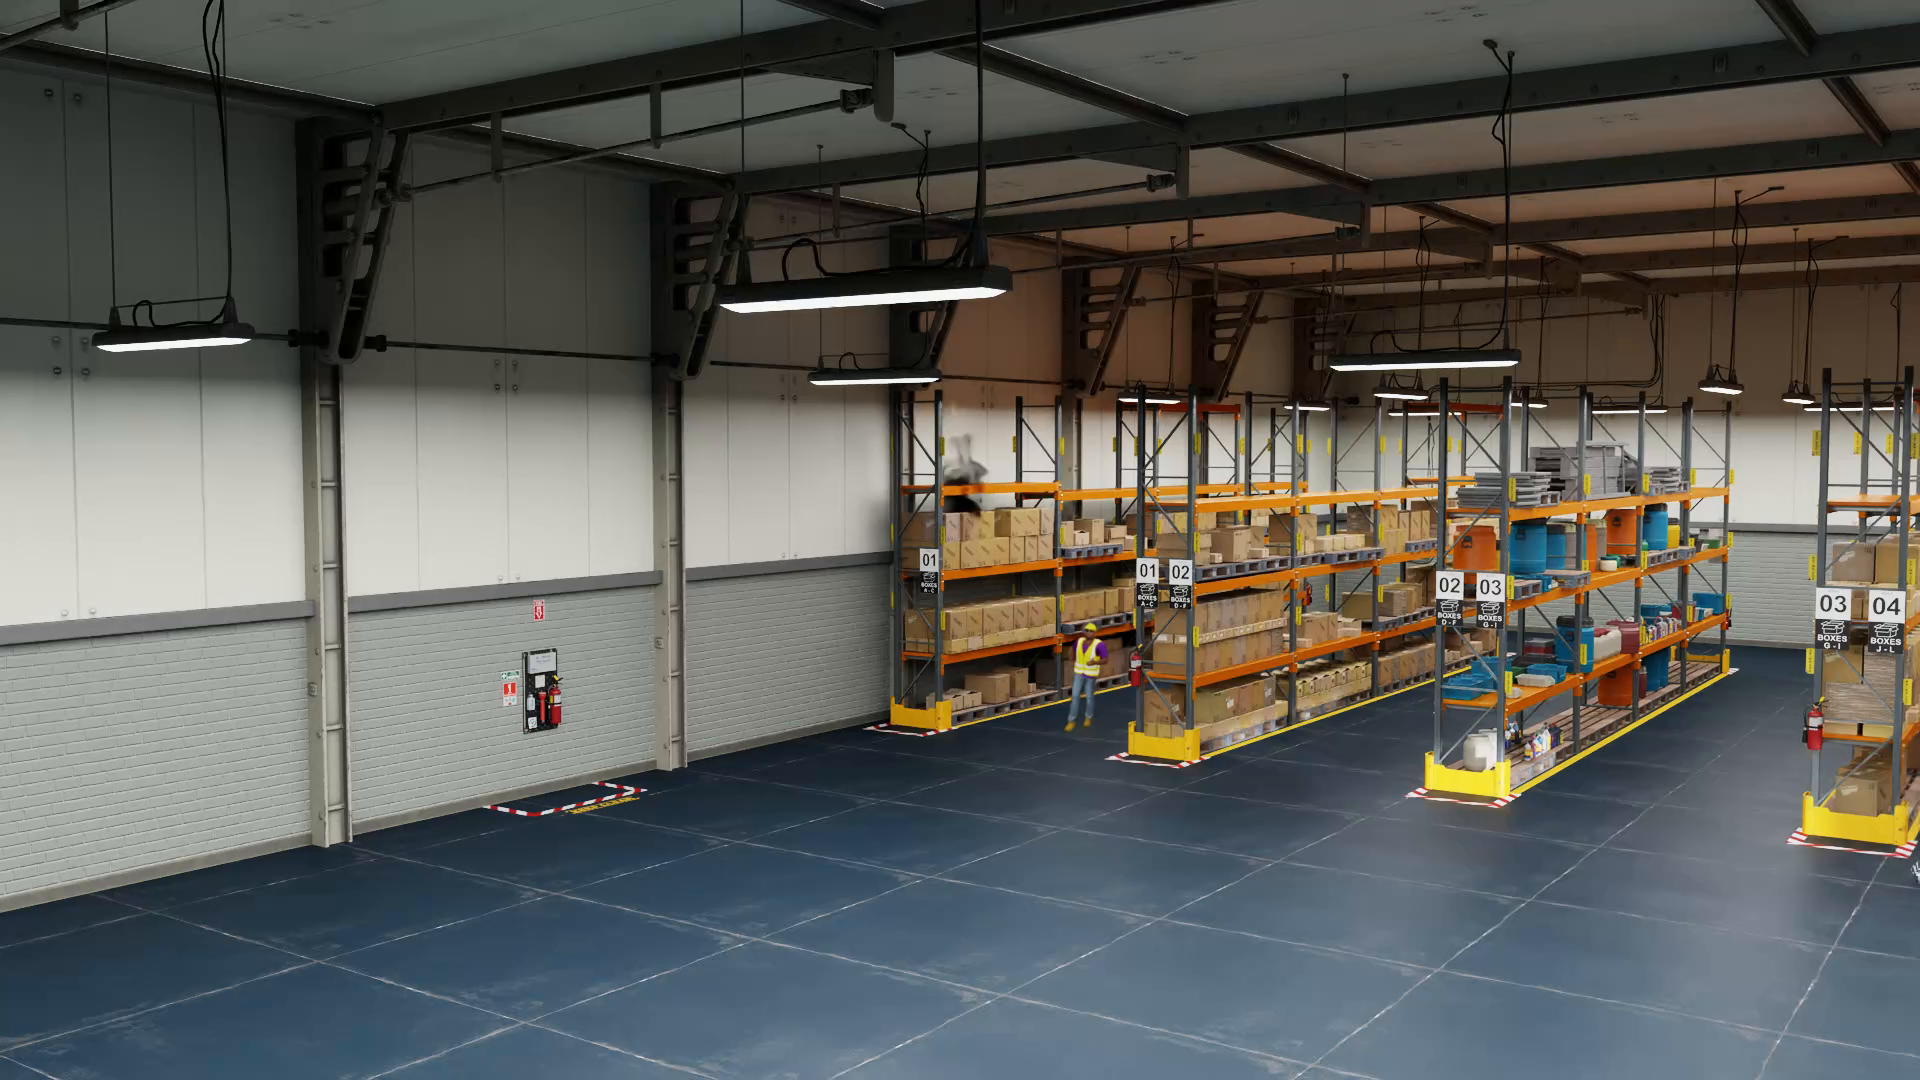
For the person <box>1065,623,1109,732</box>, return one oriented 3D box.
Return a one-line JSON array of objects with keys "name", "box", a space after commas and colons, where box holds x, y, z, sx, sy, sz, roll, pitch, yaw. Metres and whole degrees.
[{"name": "person", "box": [2.125, 2.270, 27.810, 0.719, 1.784, 0.853, 1, 3, 22]}]
